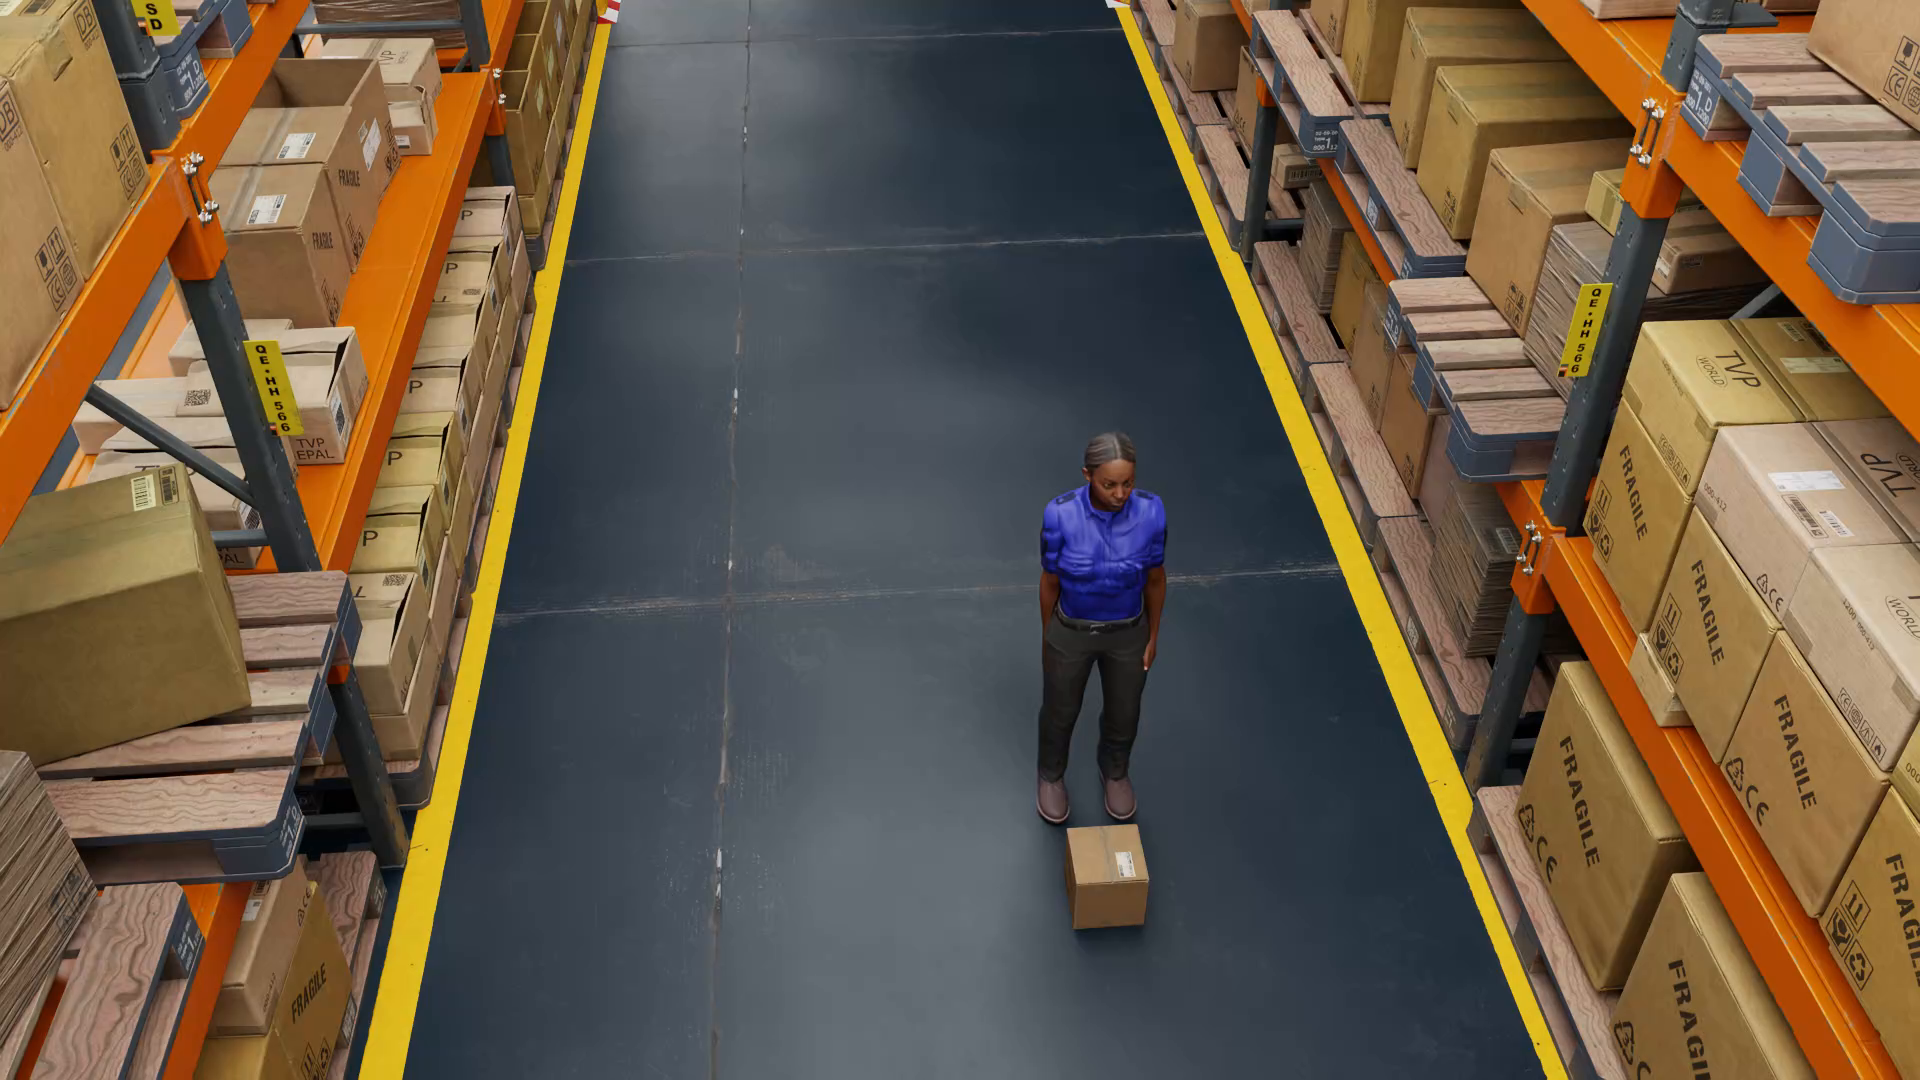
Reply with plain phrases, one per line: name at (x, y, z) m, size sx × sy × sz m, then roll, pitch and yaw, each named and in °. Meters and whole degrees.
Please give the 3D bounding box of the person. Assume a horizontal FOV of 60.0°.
person at (0.485, 0.321, 5.770) m, size 0.436 × 1.655 × 0.302 m, roll -2°, pitch 39°, yaw -3°
